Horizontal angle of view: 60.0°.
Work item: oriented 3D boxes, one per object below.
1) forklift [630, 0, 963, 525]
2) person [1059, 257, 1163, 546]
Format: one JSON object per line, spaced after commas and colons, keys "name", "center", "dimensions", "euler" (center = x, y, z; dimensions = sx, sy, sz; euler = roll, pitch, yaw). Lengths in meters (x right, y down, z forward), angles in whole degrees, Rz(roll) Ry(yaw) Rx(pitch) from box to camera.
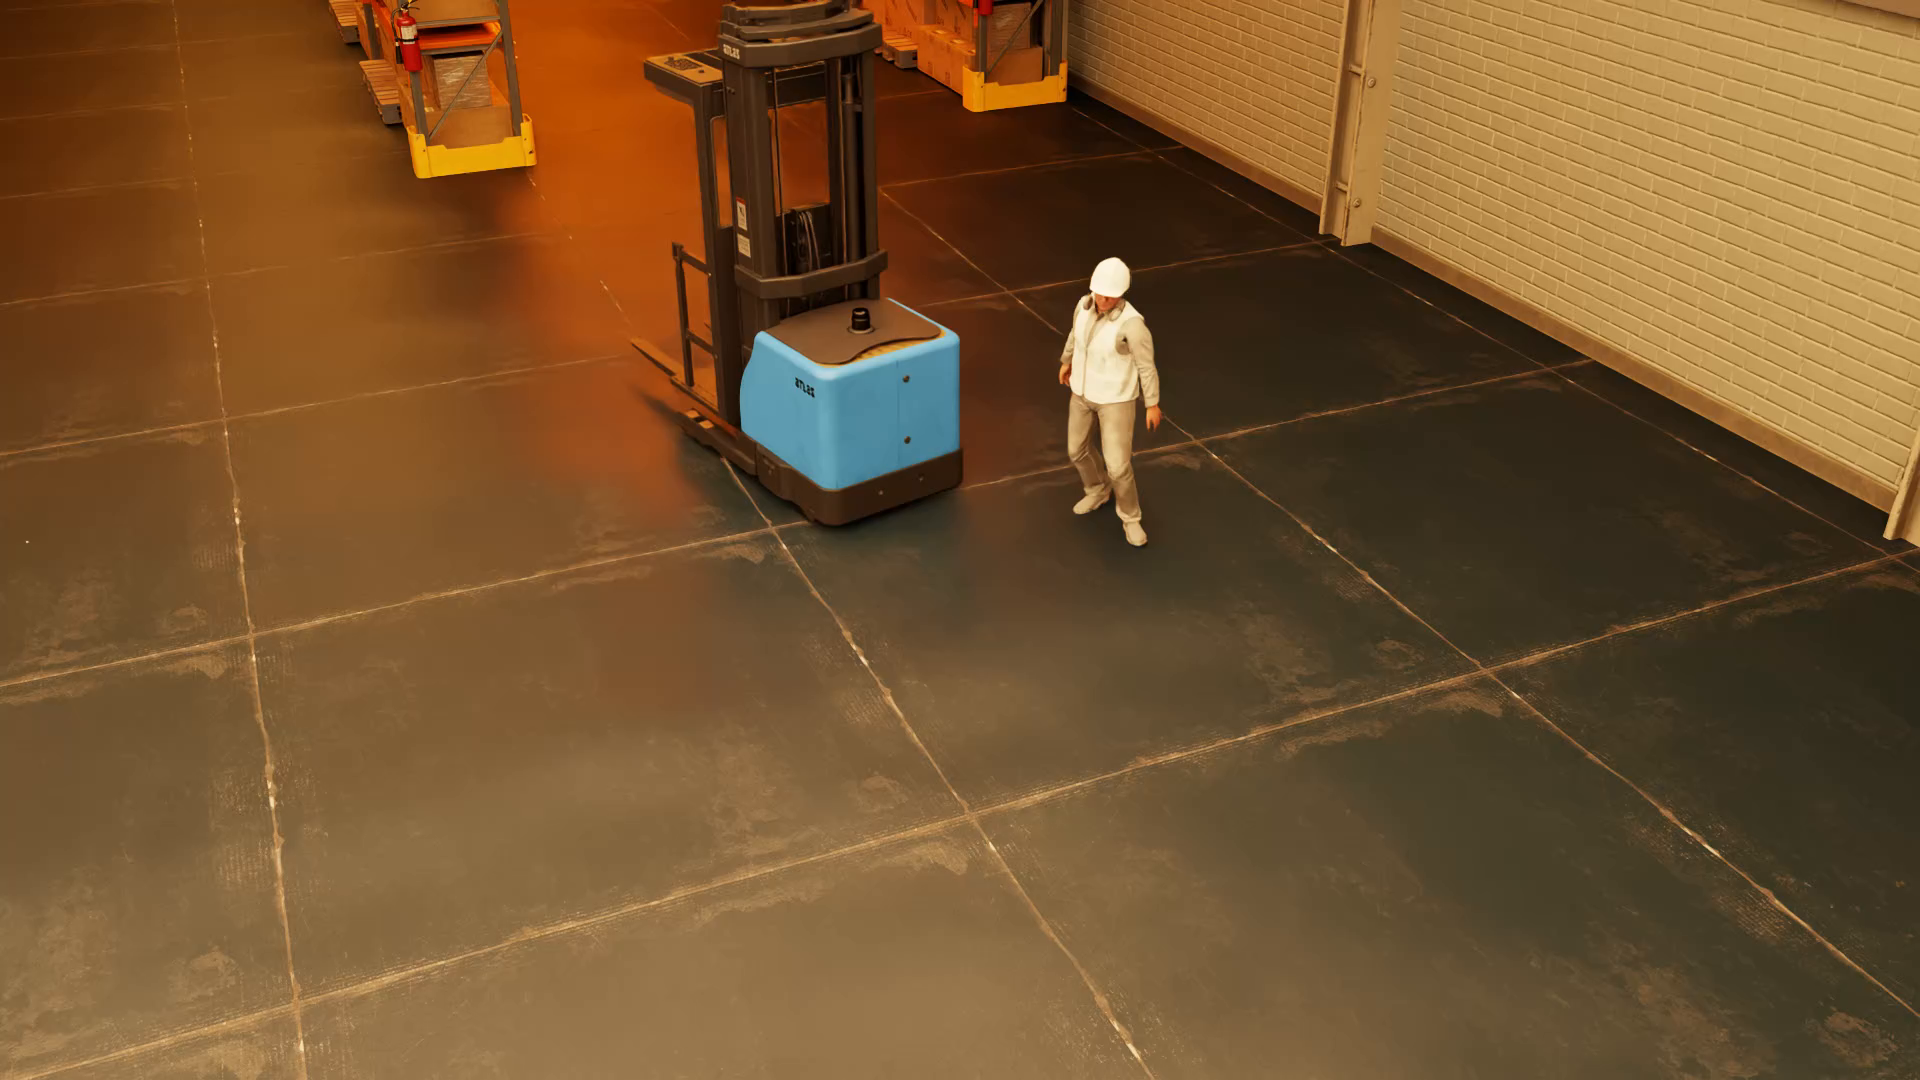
{"name": "forklift", "center": [-1.257, -2.036, 10.681], "dimensions": [1.130, 2.935, 3.031], "euler": [-20, 35, -31]}
{"name": "person", "center": [0.866, -0.874, 9.890], "dimensions": [0.467, 1.745, 0.867], "euler": [-23, 37, -35]}
